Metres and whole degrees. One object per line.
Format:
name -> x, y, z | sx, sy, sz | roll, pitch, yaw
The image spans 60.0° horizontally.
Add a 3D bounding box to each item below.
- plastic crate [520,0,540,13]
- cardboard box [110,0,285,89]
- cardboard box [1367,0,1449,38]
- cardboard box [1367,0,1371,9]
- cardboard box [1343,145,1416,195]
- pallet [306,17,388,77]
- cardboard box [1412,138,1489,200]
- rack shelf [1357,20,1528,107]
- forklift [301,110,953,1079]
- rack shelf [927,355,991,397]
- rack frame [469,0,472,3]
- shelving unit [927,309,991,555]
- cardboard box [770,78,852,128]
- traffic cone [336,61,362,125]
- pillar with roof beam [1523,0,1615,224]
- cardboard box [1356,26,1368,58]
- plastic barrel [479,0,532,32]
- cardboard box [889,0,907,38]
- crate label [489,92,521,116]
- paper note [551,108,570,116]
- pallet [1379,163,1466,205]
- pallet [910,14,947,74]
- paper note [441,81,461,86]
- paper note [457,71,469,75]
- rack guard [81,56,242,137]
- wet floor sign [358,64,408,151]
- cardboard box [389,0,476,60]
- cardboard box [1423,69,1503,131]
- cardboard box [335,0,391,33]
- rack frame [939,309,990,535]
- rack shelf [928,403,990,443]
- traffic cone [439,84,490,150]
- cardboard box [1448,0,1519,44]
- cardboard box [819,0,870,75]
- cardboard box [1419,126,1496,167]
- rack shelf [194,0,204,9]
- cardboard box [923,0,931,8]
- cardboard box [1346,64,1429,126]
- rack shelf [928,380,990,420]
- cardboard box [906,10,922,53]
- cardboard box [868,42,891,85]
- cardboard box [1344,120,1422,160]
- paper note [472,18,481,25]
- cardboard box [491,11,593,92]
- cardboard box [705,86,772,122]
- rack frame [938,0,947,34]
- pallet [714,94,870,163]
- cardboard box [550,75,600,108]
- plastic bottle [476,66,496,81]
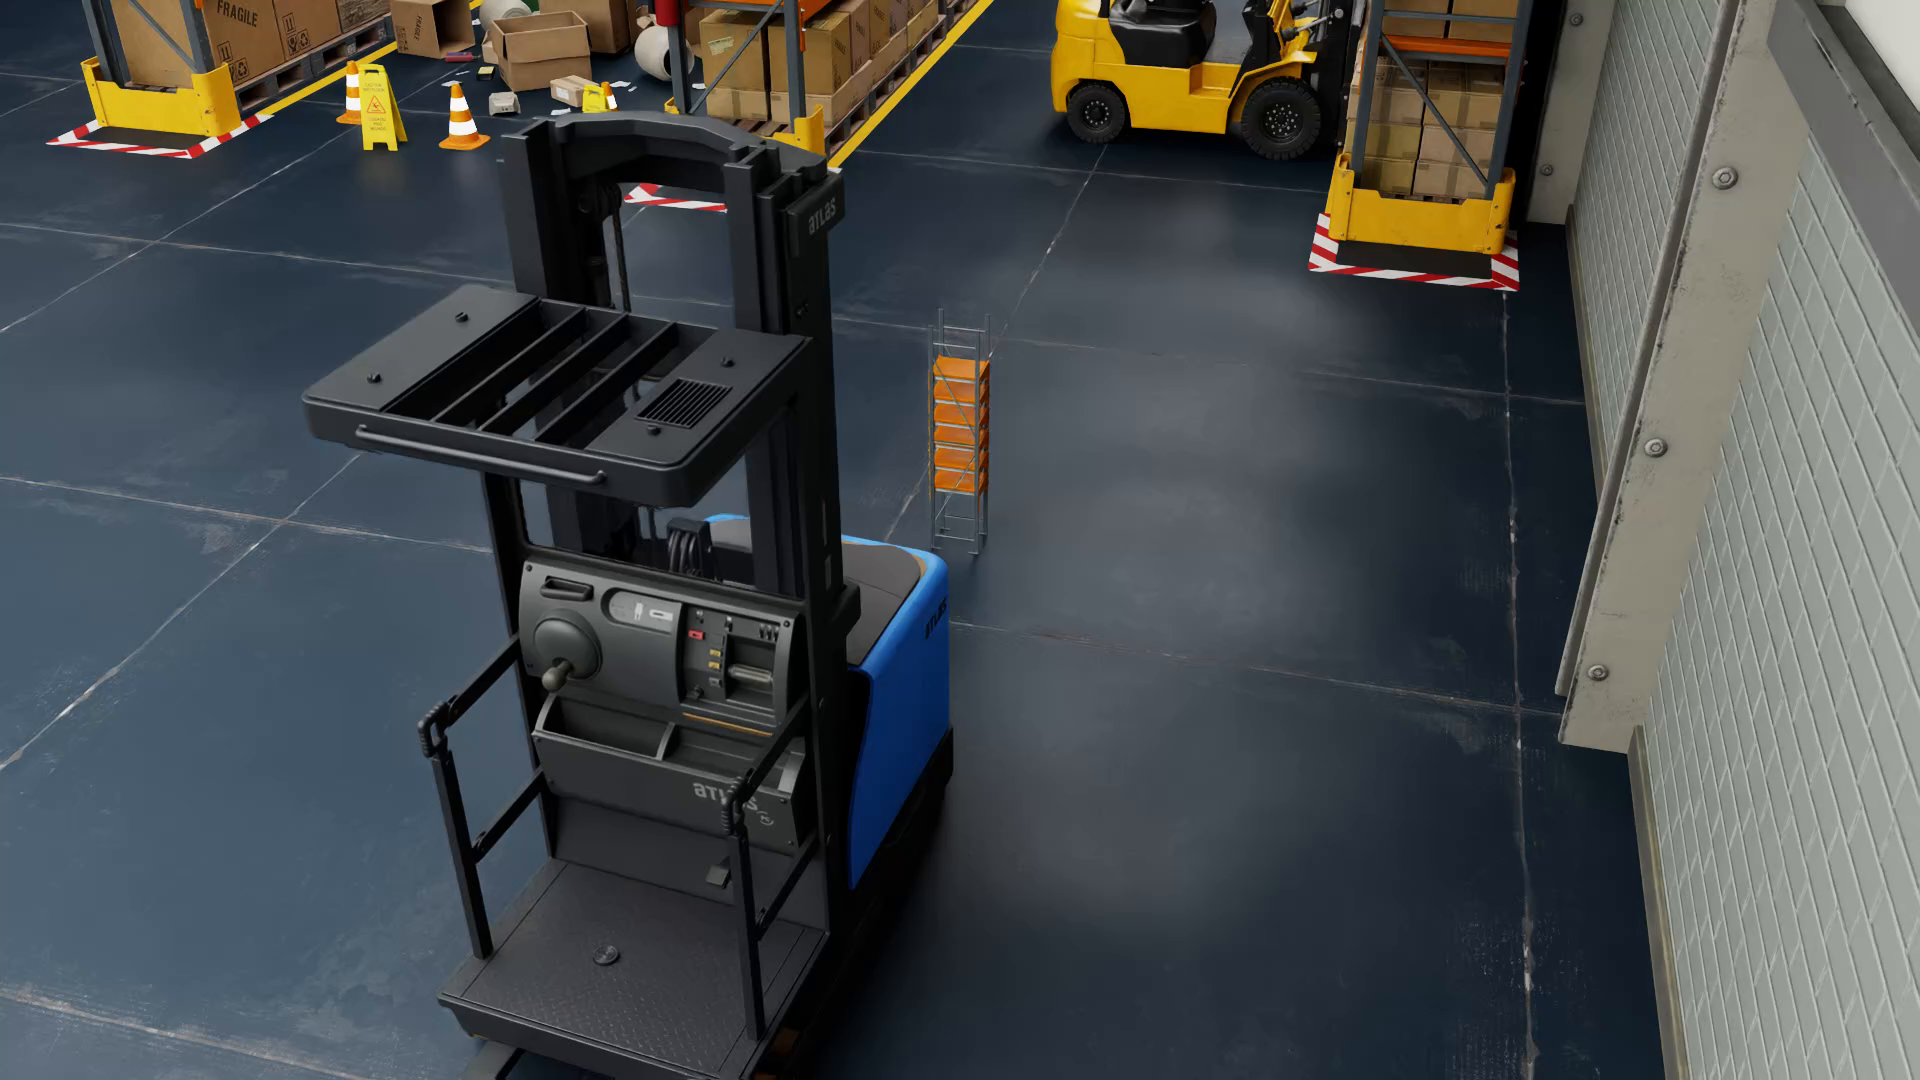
plastic crate -> -4.212, -5.319, 16.388 | 0.662, 0.188, 0.450 | -28, 32, -37
cardboard box -> -6.342, -4.315, 13.831 | 0.875, 0.875, 0.875 | 8, 33, 13
cardboard box -> 3.037, -3.712, 11.199 | 0.500, 0.500, 0.500 | 7, 33, 11
cardboard box -> 3.500, -4.161, 13.239 | 0.500, 0.250, 0.500 | 9, 34, 14
cardboard box -> 2.979, -2.682, 11.845 | 0.500, 0.250, 0.500 | 8, 33, 13
pallet -> -6.011, -4.554, 15.216 | 1.003, 0.211, 1.213 | 8, 33, 12
cardboard box -> 3.480, -2.624, 11.752 | 0.500, 0.250, 0.500 | 8, 33, 13
rack shelf -> 3.673, -4.113, 12.594 | 1.077, 0.370, 4.000 | 8, 33, 12
forklift -> -1.007, 0.377, 4.925 | 1.130, 2.935, 3.031 | 11, 34, 17
rack shelf -> -0.004, -0.765, 7.747 | 0.258, 0.103, 0.180 | 8, 33, 12
rack frame -> -5.435, -6.749, 16.071 | 1.000, 3.000, 0.127 | 8, 33, 12
shelving unit -> -0.004, -0.499, 7.916 | 0.258, 1.200, 0.189 | 8, 33, 12
cardboard box -> -1.164, -3.450, 13.053 | 0.500, 0.250, 0.500 | 8, 33, 12
traffic cone -> -4.942, -3.685, 13.616 | 0.336, 0.463, 0.334 | 8, 33, 12
pillar with roof beam -> 0.050, -6.735, 10.456 | 9.100, 9.000, 0.400 | 8, 33, 12
cardboard box -> 3.223, -3.628, 12.400 | 0.500, 0.250, 0.500 | 8, 33, 13
plastic barrel -> -4.239, -4.865, 15.508 | 0.421, 0.421, 0.512 | -21, 38, -29
cardboard box -> -0.768, -4.589, 14.145 | 0.500, 0.500, 0.500 | 10, 34, 15
crate label -> -3.795, -3.634, 13.839 | 0.250, 0.136, 0.298 | -8, 33, -13
paper note -> -3.322, -3.561, 13.823 | 0.148, 0.019, 0.142 | -3, 33, -4
pallet -> 3.319, -2.604, 12.150 | 1.003, 0.211, 1.213 | 8, 33, 12
pallet -> -0.758, -4.598, 15.286 | 1.003, 0.211, 1.213 | 8, 33, 12
paper note -> -4.420, -3.981, 14.485 | 0.144, 0.017, 0.142 | 20, 38, 29
paper note -> -4.416, -4.147, 14.764 | 0.032, 0.001, 0.123 | 28, 42, 36
rack guard -> -6.456, -3.606, 13.457 | 1.175, 0.500, 0.348 | 8, 33, 12
wet floor sign -> -4.542, -3.396, 12.990 | 0.267, 0.644, 0.232 | 3, 33, 4
cardboard box -> -4.836, -4.750, 15.254 | 0.500, 0.500, 0.500 | 14, 35, 21
cardboard box -> 3.471, -3.041, 11.477 | 0.500, 0.250, 0.500 | 8, 33, 12
cardboard box -> -5.887, -5.245, 15.293 | 0.875, 0.875, 0.875 | 8, 33, 13
rack frame -> 0.020, -0.546, 7.991 | 0.240, 1.200, 0.006 | 8, 33, 12
rack shelf -> -0.004, -0.563, 7.876 | 0.258, 0.103, 0.180 | 8, 33, 12
traffic cone -> -3.935, -3.355, 13.096 | 0.336, 0.463, 0.334 | 8, 33, 12
cardboard box -> 3.560, -3.640, 11.086 | 0.500, 0.500, 0.500 | 9, 34, 14
cardboard box -> -1.030, -4.051, 13.299 | 0.500, 0.500, 0.500 | 7, 33, 11
cardboard box -> 3.486, -2.822, 11.599 | 0.500, 0.250, 0.500 | 9, 33, 13
rack shelf -> -5.942, -5.408, 14.632 | 1.077, 0.370, 4.000 | 8, 33, 12
cardboard box -> -0.512, -5.118, 14.977 | 0.500, 0.500, 0.500 | 8, 33, 12
cardboard box -> 2.981, -3.099, 11.568 | 0.500, 0.250, 0.500 | 9, 34, 14
rack shelf -> -0.004, -0.664, 7.811 | 0.258, 0.103, 0.180 | 8, 33, 12
cardboard box -> -0.637, -4.524, 14.742 | 0.500, 0.250, 0.500 | 7, 33, 11
cardboard box -> -0.901, -3.999, 13.916 | 0.500, 0.250, 0.500 | 10, 34, 16
cardboard box -> 2.987, -2.901, 11.724 | 0.500, 0.250, 0.500 | 8, 33, 12
paper note -> -4.730, -5.025, 16.125 | 0.147, 0.020, 0.142 | -14, 35, -21
cardboard box -> -3.639, -4.255, 14.474 | 0.797, 0.503, 0.637 | -14, 35, -21
cardboard box -> -1.685, -3.538, 13.190 | 0.500, 0.250, 0.500 | 8, 33, 12
rack frame -> -0.621, -6.128, 15.093 | 1.000, 3.000, 0.127 | 8, 33, 12
pallet -> -1.377, -3.332, 13.294 | 1.003, 0.211, 1.213 | 8, 33, 12
cardboard box -> -3.258, -3.804, 14.095 | 0.380, 0.149, 0.250 | 28, 42, 36
plastic bottle -> -4.184, -4.132, 14.693 | 0.133, 0.061, 0.283 | -3, 33, -4
